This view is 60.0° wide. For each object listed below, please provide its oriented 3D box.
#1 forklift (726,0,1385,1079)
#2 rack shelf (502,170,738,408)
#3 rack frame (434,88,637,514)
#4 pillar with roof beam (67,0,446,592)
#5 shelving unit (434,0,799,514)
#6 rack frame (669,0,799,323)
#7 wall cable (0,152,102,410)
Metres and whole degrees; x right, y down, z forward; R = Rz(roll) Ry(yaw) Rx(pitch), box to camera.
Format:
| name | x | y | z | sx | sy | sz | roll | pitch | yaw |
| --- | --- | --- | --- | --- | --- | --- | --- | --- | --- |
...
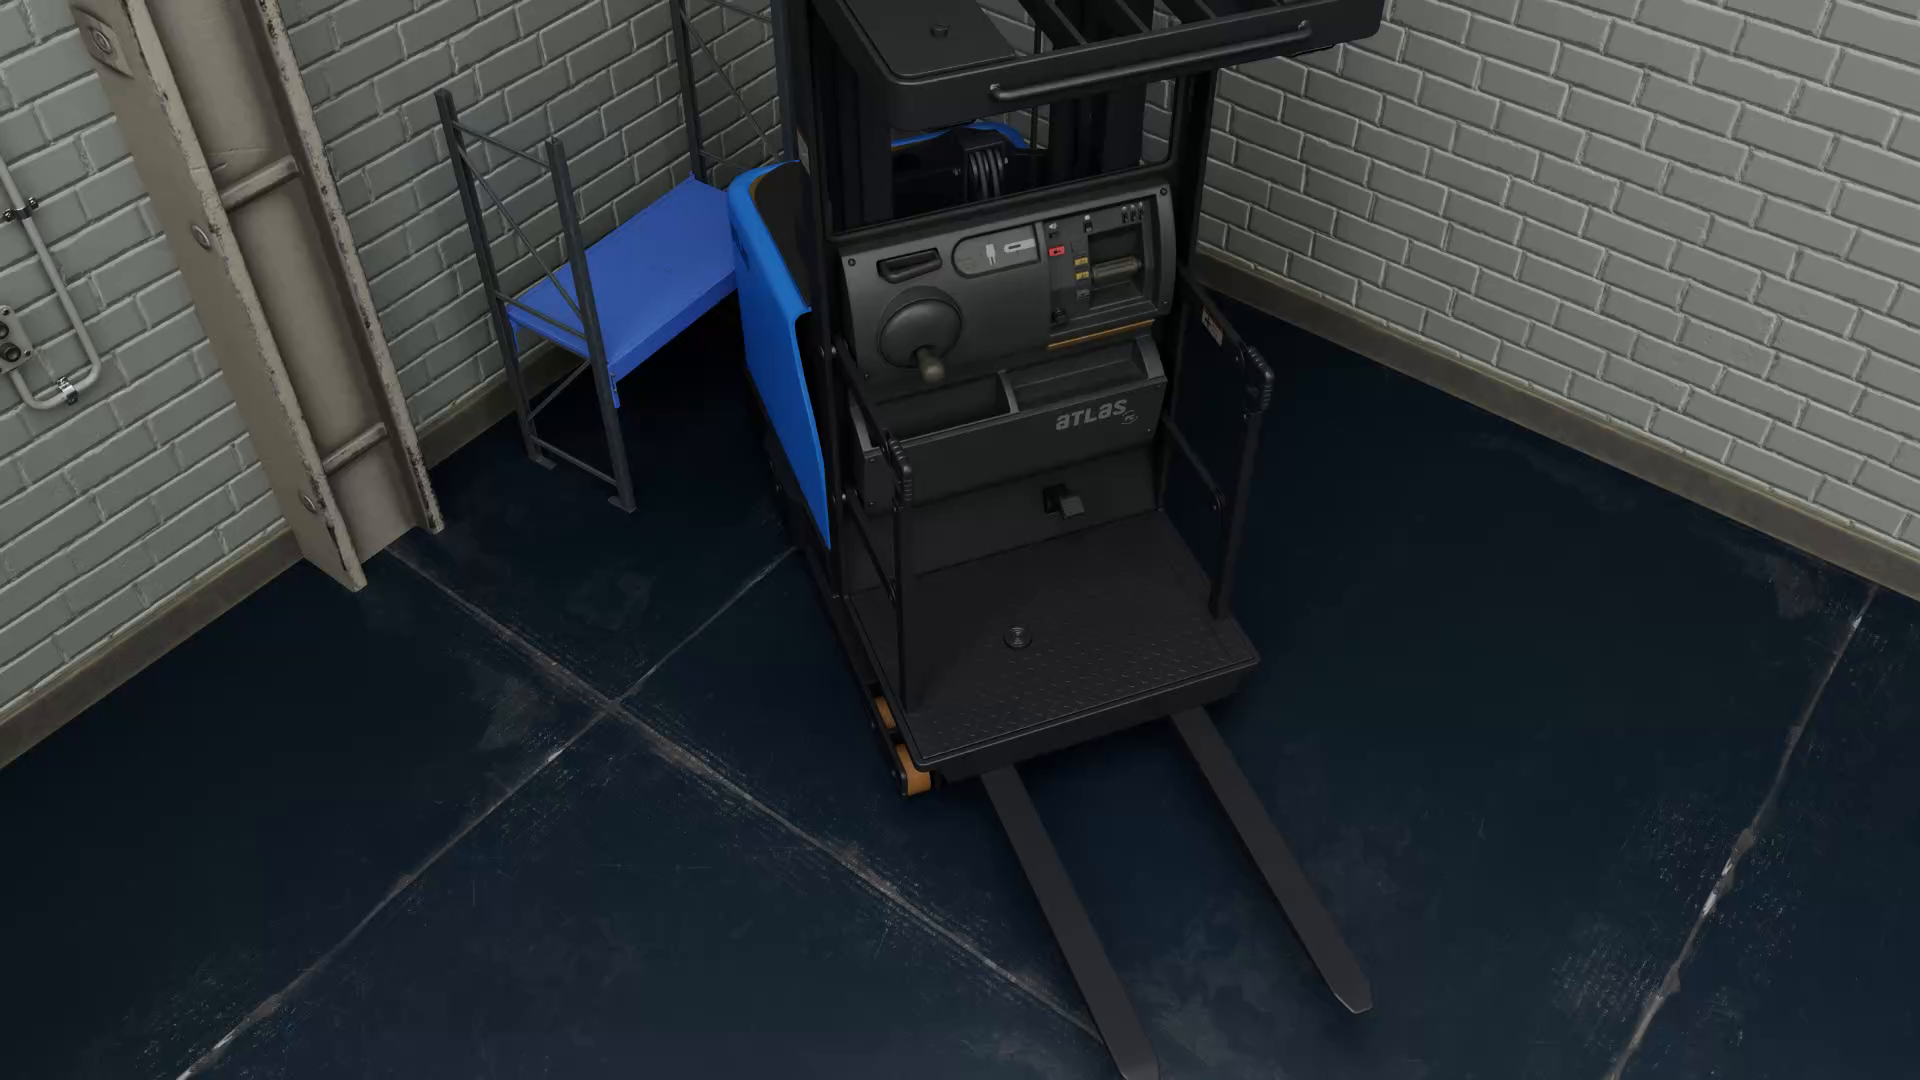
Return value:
| name | x | y | z | sx | sy | sz | roll | pitch | yaw |
| --- | --- | --- | --- | --- | --- | --- | --- | --- | --- |
| forklift | 0.221 | -0.591 | 4.288 | 1.130 | 2.935 | 3.031 | -15 | 48 | -14 |
| rack shelf | -1.063 | -0.899 | 5.820 | 0.538 | 0.185 | 1.000 | 27 | 52 | 23 |
| rack frame | -1.353 | -0.721 | 5.402 | 0.500 | 1.500 | 0.032 | 27 | 52 | 23 |
| pillar with roof beam | 1.375 | -1.209 | 0.682 | 9.100 | 9.000 | 0.400 | 29 | 53 | 25 |
| shelving unit | -1.063 | -1.023 | 5.690 | 0.538 | 1.500 | 1.048 | 27 | 52 | 23 |
| rack frame | -0.773 | -1.326 | 5.979 | 0.500 | 1.500 | 0.032 | 27 | 52 | 23 |
| wall cable | -2.963 | -0.615 | 3.560 | 0.084 | 1.984 | 1.851 | 29 | 53 | 25 |
